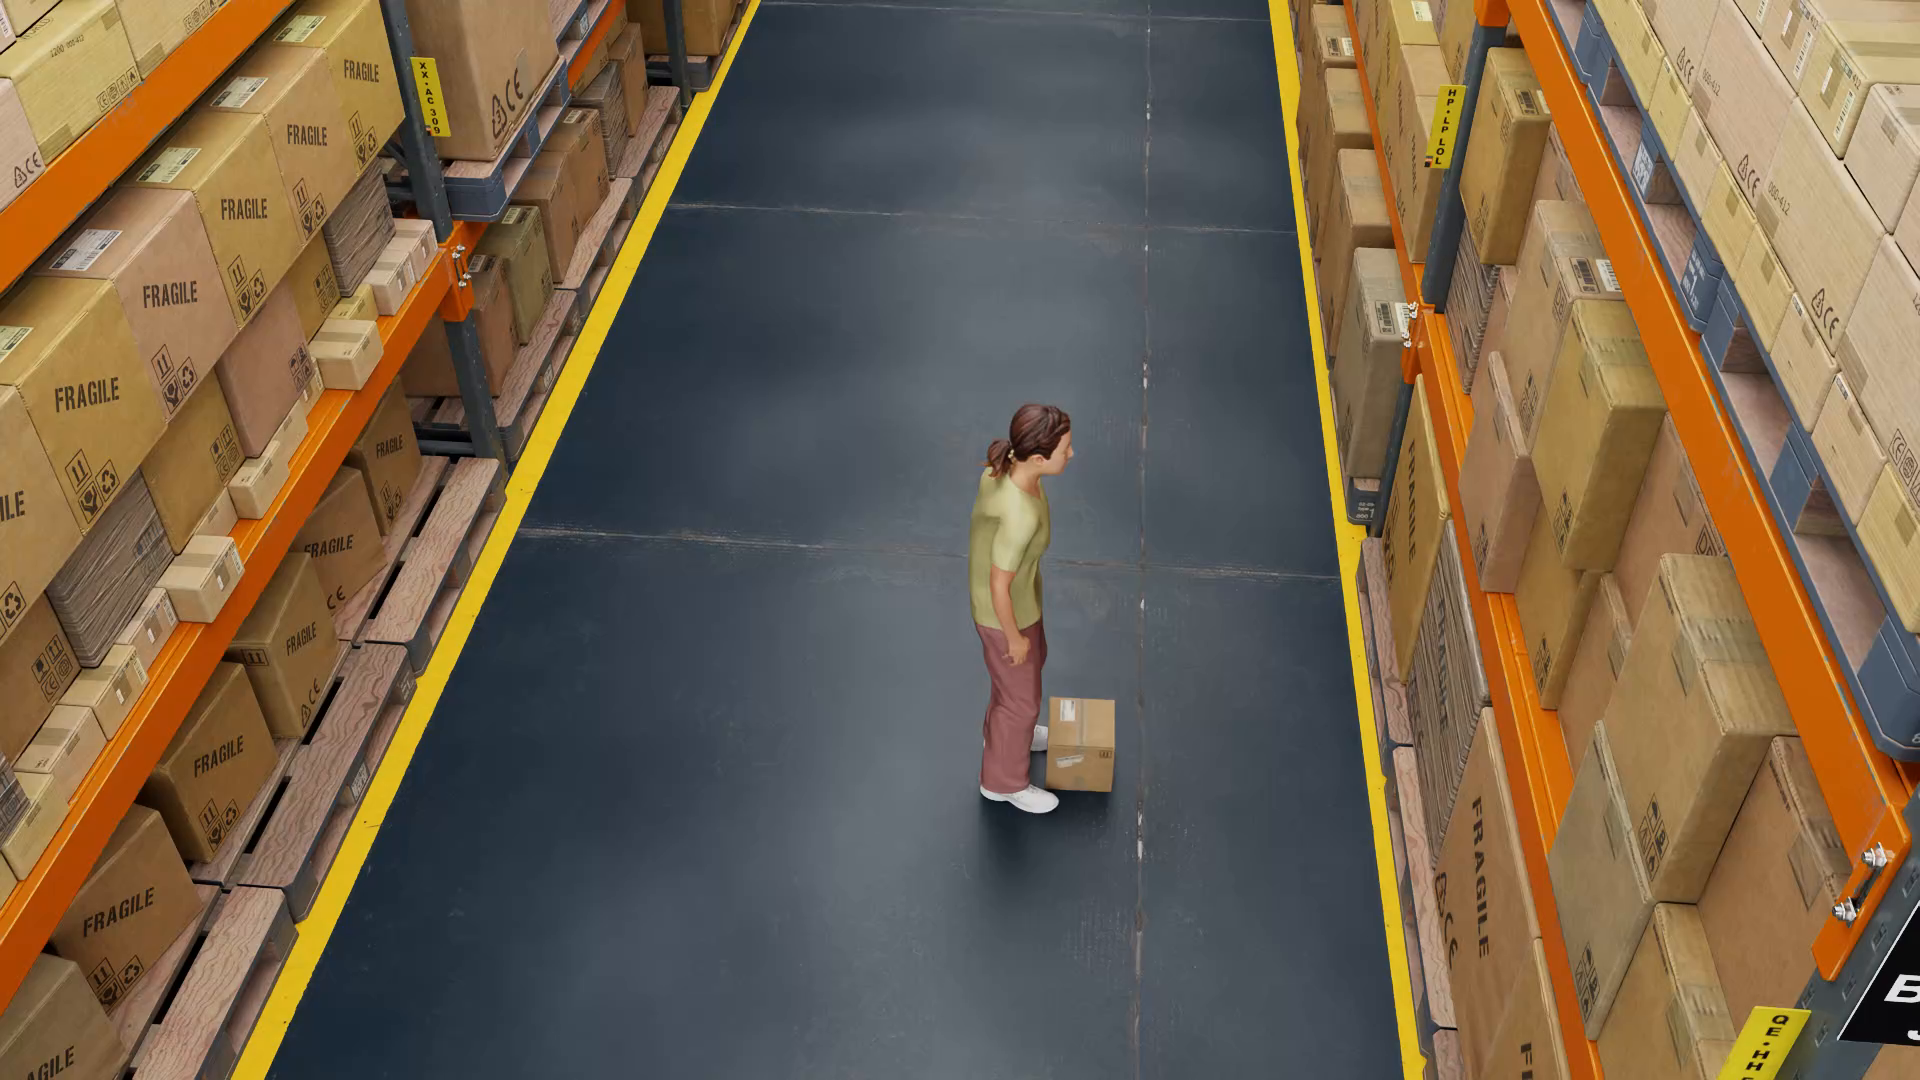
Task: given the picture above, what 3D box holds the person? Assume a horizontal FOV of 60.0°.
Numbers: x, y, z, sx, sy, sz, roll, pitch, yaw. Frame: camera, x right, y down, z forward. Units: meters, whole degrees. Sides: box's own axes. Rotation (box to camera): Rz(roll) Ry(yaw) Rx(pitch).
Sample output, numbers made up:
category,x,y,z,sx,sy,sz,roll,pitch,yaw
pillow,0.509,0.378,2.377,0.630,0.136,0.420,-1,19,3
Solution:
category,x,y,z,sx,sy,sz,roll,pitch,yaw
person,0.211,0.227,5.890,0.367,1.671,0.507,1,40,2
